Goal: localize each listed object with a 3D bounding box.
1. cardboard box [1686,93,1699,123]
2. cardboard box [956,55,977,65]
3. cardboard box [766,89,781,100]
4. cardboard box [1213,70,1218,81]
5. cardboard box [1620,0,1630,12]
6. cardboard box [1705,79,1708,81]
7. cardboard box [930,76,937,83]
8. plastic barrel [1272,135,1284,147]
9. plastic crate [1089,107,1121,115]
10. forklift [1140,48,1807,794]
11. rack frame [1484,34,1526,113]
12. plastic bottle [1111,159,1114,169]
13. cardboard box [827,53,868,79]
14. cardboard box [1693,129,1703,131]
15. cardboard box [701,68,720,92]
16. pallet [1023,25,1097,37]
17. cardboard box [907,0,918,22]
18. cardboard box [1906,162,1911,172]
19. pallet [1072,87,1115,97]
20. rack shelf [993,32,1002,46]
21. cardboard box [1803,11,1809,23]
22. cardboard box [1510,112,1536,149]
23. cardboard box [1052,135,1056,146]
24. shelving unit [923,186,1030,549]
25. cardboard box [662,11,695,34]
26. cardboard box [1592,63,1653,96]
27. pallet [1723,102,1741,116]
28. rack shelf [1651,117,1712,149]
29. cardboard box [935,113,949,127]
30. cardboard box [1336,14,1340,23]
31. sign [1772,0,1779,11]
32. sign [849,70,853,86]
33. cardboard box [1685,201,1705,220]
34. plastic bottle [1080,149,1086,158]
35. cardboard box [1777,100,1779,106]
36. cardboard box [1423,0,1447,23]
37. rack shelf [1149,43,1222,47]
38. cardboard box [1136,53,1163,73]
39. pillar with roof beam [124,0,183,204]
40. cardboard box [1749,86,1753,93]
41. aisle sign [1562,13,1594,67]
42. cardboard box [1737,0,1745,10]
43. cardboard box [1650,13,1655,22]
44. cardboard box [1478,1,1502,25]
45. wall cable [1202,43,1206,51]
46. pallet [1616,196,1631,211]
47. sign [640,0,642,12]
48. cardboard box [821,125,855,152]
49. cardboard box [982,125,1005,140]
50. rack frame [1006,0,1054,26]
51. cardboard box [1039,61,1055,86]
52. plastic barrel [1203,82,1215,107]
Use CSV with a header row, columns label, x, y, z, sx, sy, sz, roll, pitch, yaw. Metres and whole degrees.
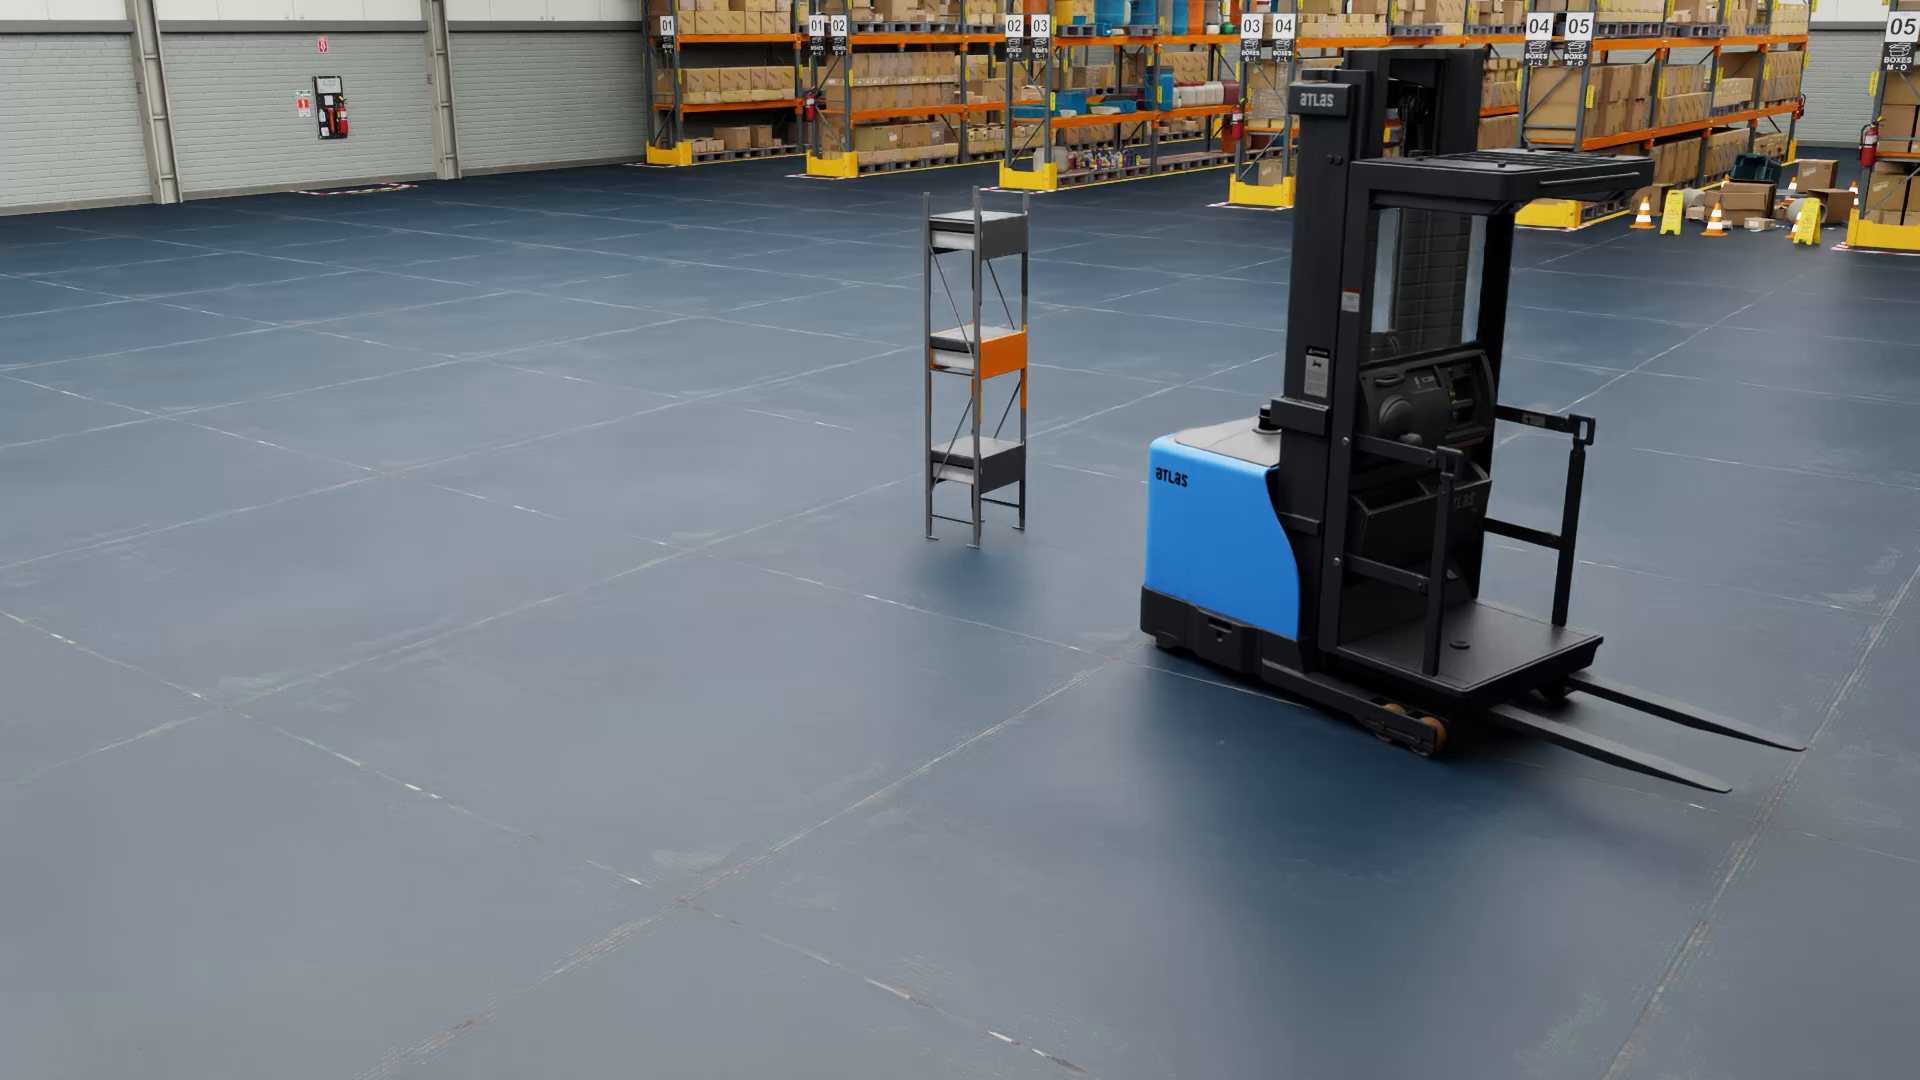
label,x,y,z,sx,sy,sz,roll,pitch,yaw
cardboard box,13.325,-8.004,30.792,0.500,0.500,0.500,12,21,34
cardboard box,0.114,-13.109,45.430,0.500,0.250,0.500,13,21,36
cardboard box,-4.609,-10.577,39.464,0.500,0.250,0.500,13,21,35
cardboard box,6.815,-12.799,46.232,0.500,0.500,0.500,13,22,36
cardboard box,10.302,-8.505,26.392,0.500,0.250,0.500,12,21,34
cardboard box,15.134,-9.405,34.185,0.380,0.149,0.250,12,21,34
cardboard box,-0.735,-10.119,36.508,0.380,0.149,0.250,12,21,35
plastic barrel,7.696,-9.980,40.154,0.600,0.901,0.708,12,21,35
plastic crate,2.925,-8.614,33.370,0.530,0.136,0.437,12,21,35
forklift,2.241,-0.630,7.329,1.130,2.935,3.031,-13,22,-37
rack frame,12.434,-10.202,38.038,1.000,3.000,0.127,12,21,35
plastic bottle,3.082,-7.647,33.789,0.097,0.201,0.097,0,17,0
cardboard box,-2.350,-9.884,34.658,0.700,0.500,0.500,13,21,35
cardboard box,15.082,-8.289,34.120,0.500,0.250,0.500,13,22,37
cardboard box,-5.822,-10.442,37.766,0.500,0.500,0.500,12,21,35
pallet,1.877,-9.741,31.814,1.003,0.211,1.213,12,21,35
cardboard box,-1.369,-11.427,35.807,0.797,0.503,0.637,15,23,41
cardboard box,13.828,-5.543,24.607,0.380,0.149,0.250,13,21,36
pallet,3.252,-11.373,42.132,1.003,0.211,1.213,12,21,35
rack shelf,1.691,-14.393,47.689,1.077,0.370,4.000,12,21,35
cardboard box,18.670,-11.699,37.211,0.500,0.250,0.500,12,21,33
cardboard box,12.891,-9.531,38.751,0.875,0.875,0.875,12,21,35
cardboard box,1.979,-9.720,40.413,0.500,0.250,0.500,13,21,36
shelving unit,0.099,-1.042,10.059,0.431,2.100,0.503,12,21,35
cardboard box,-6.250,-11.495,36.941,0.500,0.500,0.500,13,22,36
cardboard box,11.343,-7.901,28.556,0.875,0.550,0.550,12,21,35
pallet,15.120,-8.736,33.640,1.003,0.211,1.213,12,21,35
rack shelf,12.782,-7.529,30.643,1.077,0.370,4.000,12,21,35
cardboard box,-0.813,-11.408,44.840,0.750,0.750,0.750,12,21,34
cardboard box,6.547,-9.291,29.628,0.380,0.149,0.250,12,21,34
sign,16.805,-11.072,34.245,0.100,0.325,0.005,12,21,35
sign,-2.228,-9.447,34.013,0.100,0.325,0.005,12,21,35
cardboard box,12.045,-5.355,27.041,0.258,0.266,0.396,-16,23,-41
plastic bottle,2.509,-7.852,34.194,0.144,0.351,0.185,12,21,34
cardboard box,17.935,-9.715,36.894,0.380,0.149,0.250,11,21,32
cardboard box,9.363,-10.571,33.157,0.500,0.500,0.500,13,21,36
rack shelf,5.672,-13.519,44.873,1.077,0.370,4.000,12,21,35
cardboard box,4.987,-12.541,43.716,0.500,0.500,0.500,13,22,36
pillar with roof beam,-10.621,-9.535,25.776,9.100,9.000,0.400,12,21,35
cardboard box,16.278,-9.394,34.651,0.380,0.149,0.250,13,22,36
aisle sign,9.406,-7.615,25.324,0.394,0.787,0.004,12,21,35
cardboard box,15.331,-10.639,33.505,0.797,0.503,0.637,12,21,34
cardboard box,11.327,-8.692,27.664,0.380,0.149,0.250,13,21,35
cardboard box,11.250,-11.422,36.026,0.797,0.503,0.637,12,21,34
wall cable,6.540,-16.447,53.267,3.097,2.526,0.112,12,21,35
pallet,11.074,-5.897,28.877,1.003,0.211,1.213,12,21,35
sign,-7.084,-11.928,37.045,0.100,0.325,0.005,12,21,35
cardboard box,-2.589,-8.521,35.289,0.500,0.500,0.500,12,21,35
cardboard box,0.770,-9.499,38.758,0.500,0.311,0.500,12,21,33
rack frame,1.306,-11.084,30.763,1.000,3.000,0.127,12,21,35
cardboard box,2.163,-13.625,48.556,0.980,0.700,0.700,12,21,34
plastic barrel,5.380,-9.795,36.538,0.421,0.512,0.421,0,17,0
